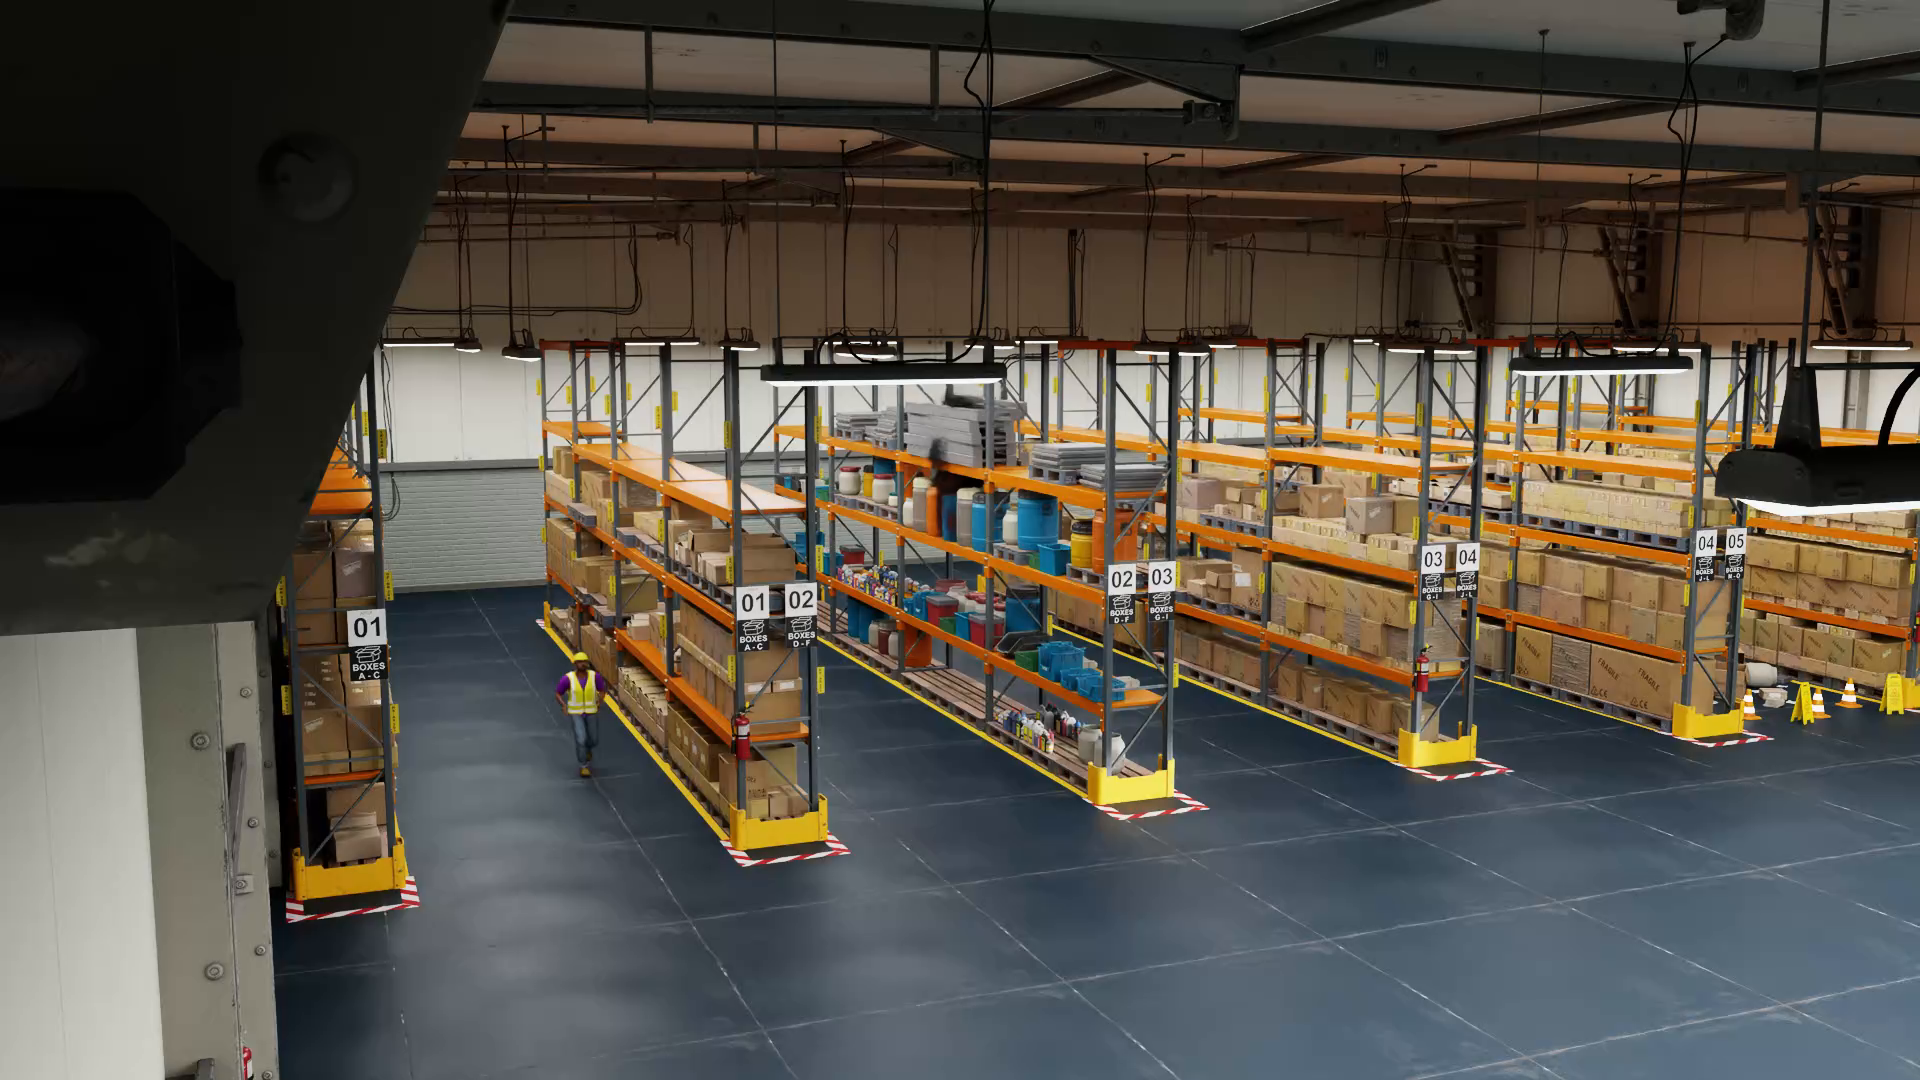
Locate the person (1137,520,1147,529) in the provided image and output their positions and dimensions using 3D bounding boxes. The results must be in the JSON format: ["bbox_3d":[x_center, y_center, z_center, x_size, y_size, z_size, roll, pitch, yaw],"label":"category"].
[{"bbox_3d":[4.300,0.218,40.476,0.689,1.795,0.694,4,8,28],"label":"person"}]

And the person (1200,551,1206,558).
[{"bbox_3d":[4.878,1.068,34.266,0.570,1.705,0.796,-5,9,-32],"label":"person"}]

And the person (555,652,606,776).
[{"bbox_3d":[-5.340,2.433,23.479,0.705,1.723,0.703,-3,8,-23],"label":"person"}]
